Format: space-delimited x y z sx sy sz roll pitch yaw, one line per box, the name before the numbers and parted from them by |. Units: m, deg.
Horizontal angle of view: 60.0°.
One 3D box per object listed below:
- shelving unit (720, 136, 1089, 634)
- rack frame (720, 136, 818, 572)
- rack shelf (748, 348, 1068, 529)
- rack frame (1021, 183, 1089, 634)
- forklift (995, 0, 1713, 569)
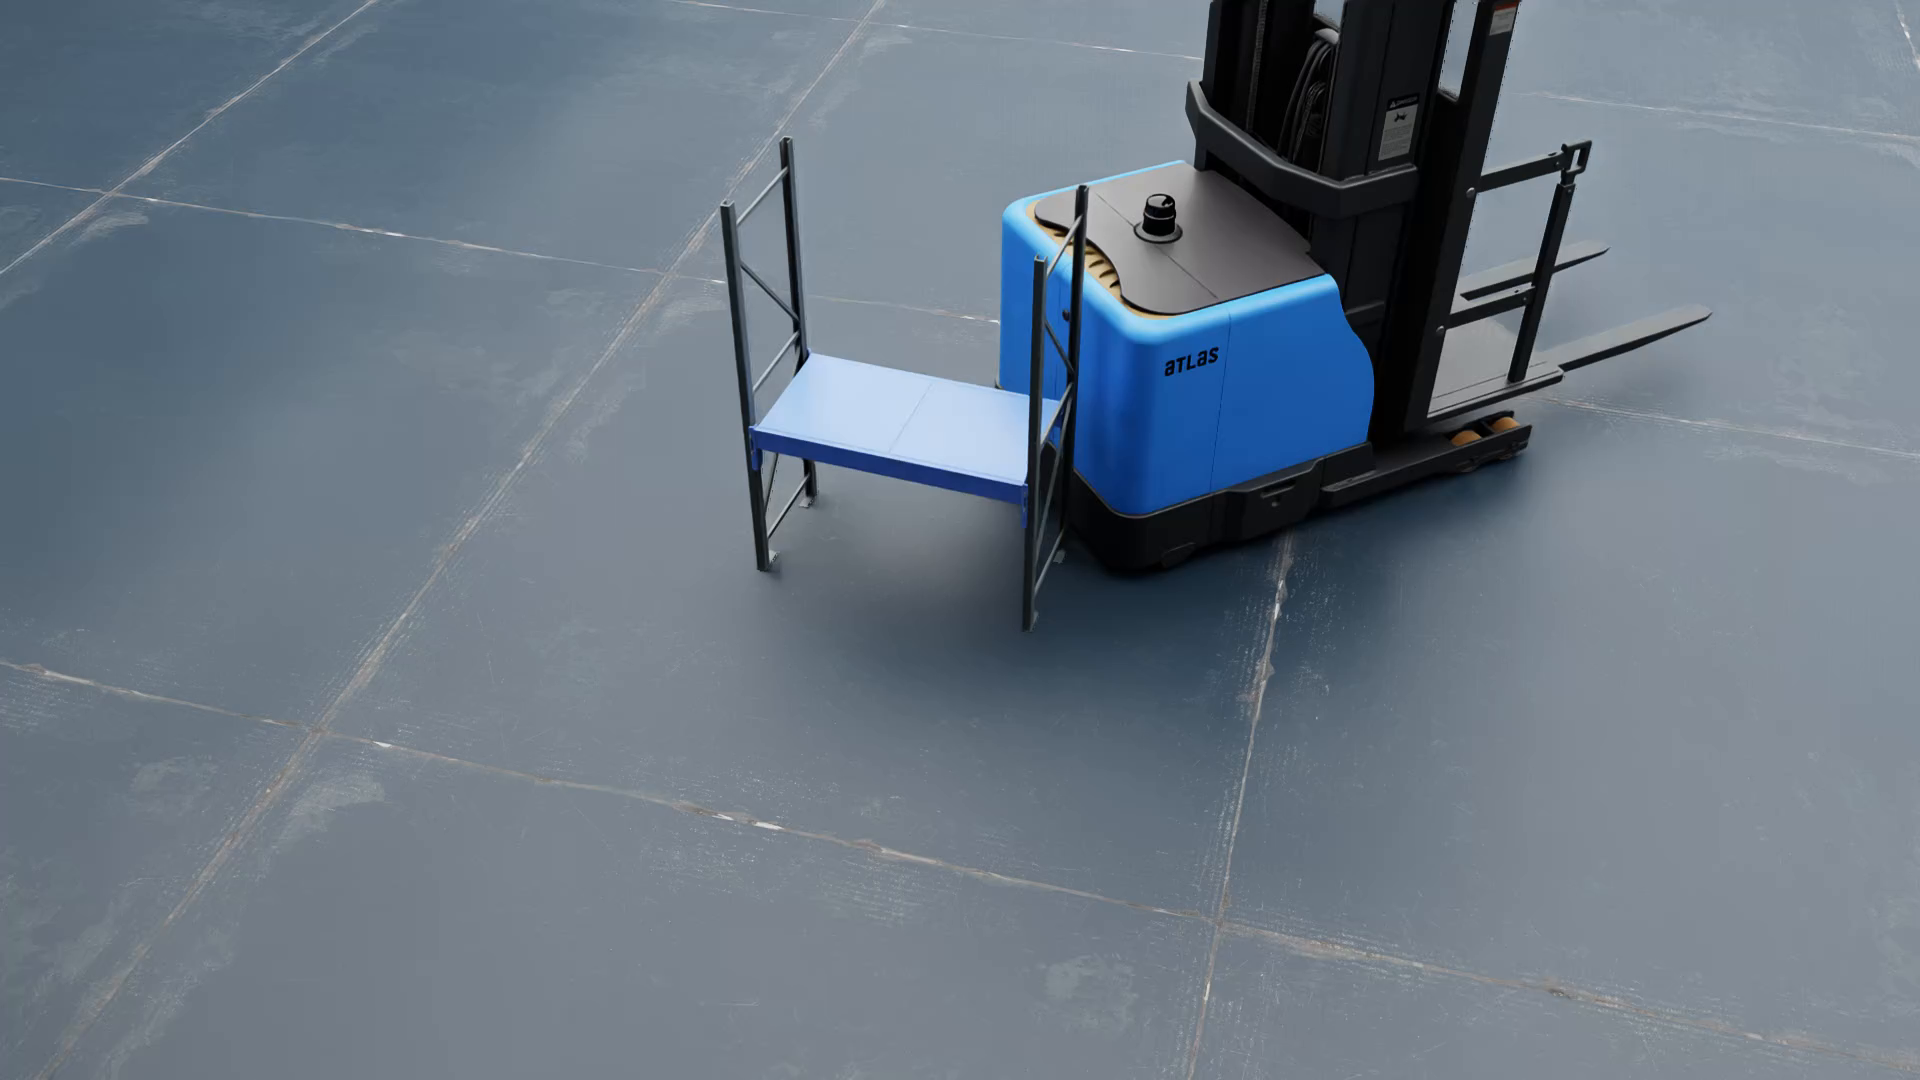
shelving unit | -0.168 -0.505 5.686 1.048 1.500 0.538 12 42 14
rack frame | -0.649 -0.611 5.812 0.032 1.500 0.500 12 42 14
rack shelf | -0.168 -0.368 5.801 1.000 0.185 0.538 12 42 14
rack frame | 0.313 -0.400 5.560 0.032 1.500 0.500 12 42 14
forklift | 1.692 -1.675 5.965 3.031 2.935 1.130 -18 43 -20
